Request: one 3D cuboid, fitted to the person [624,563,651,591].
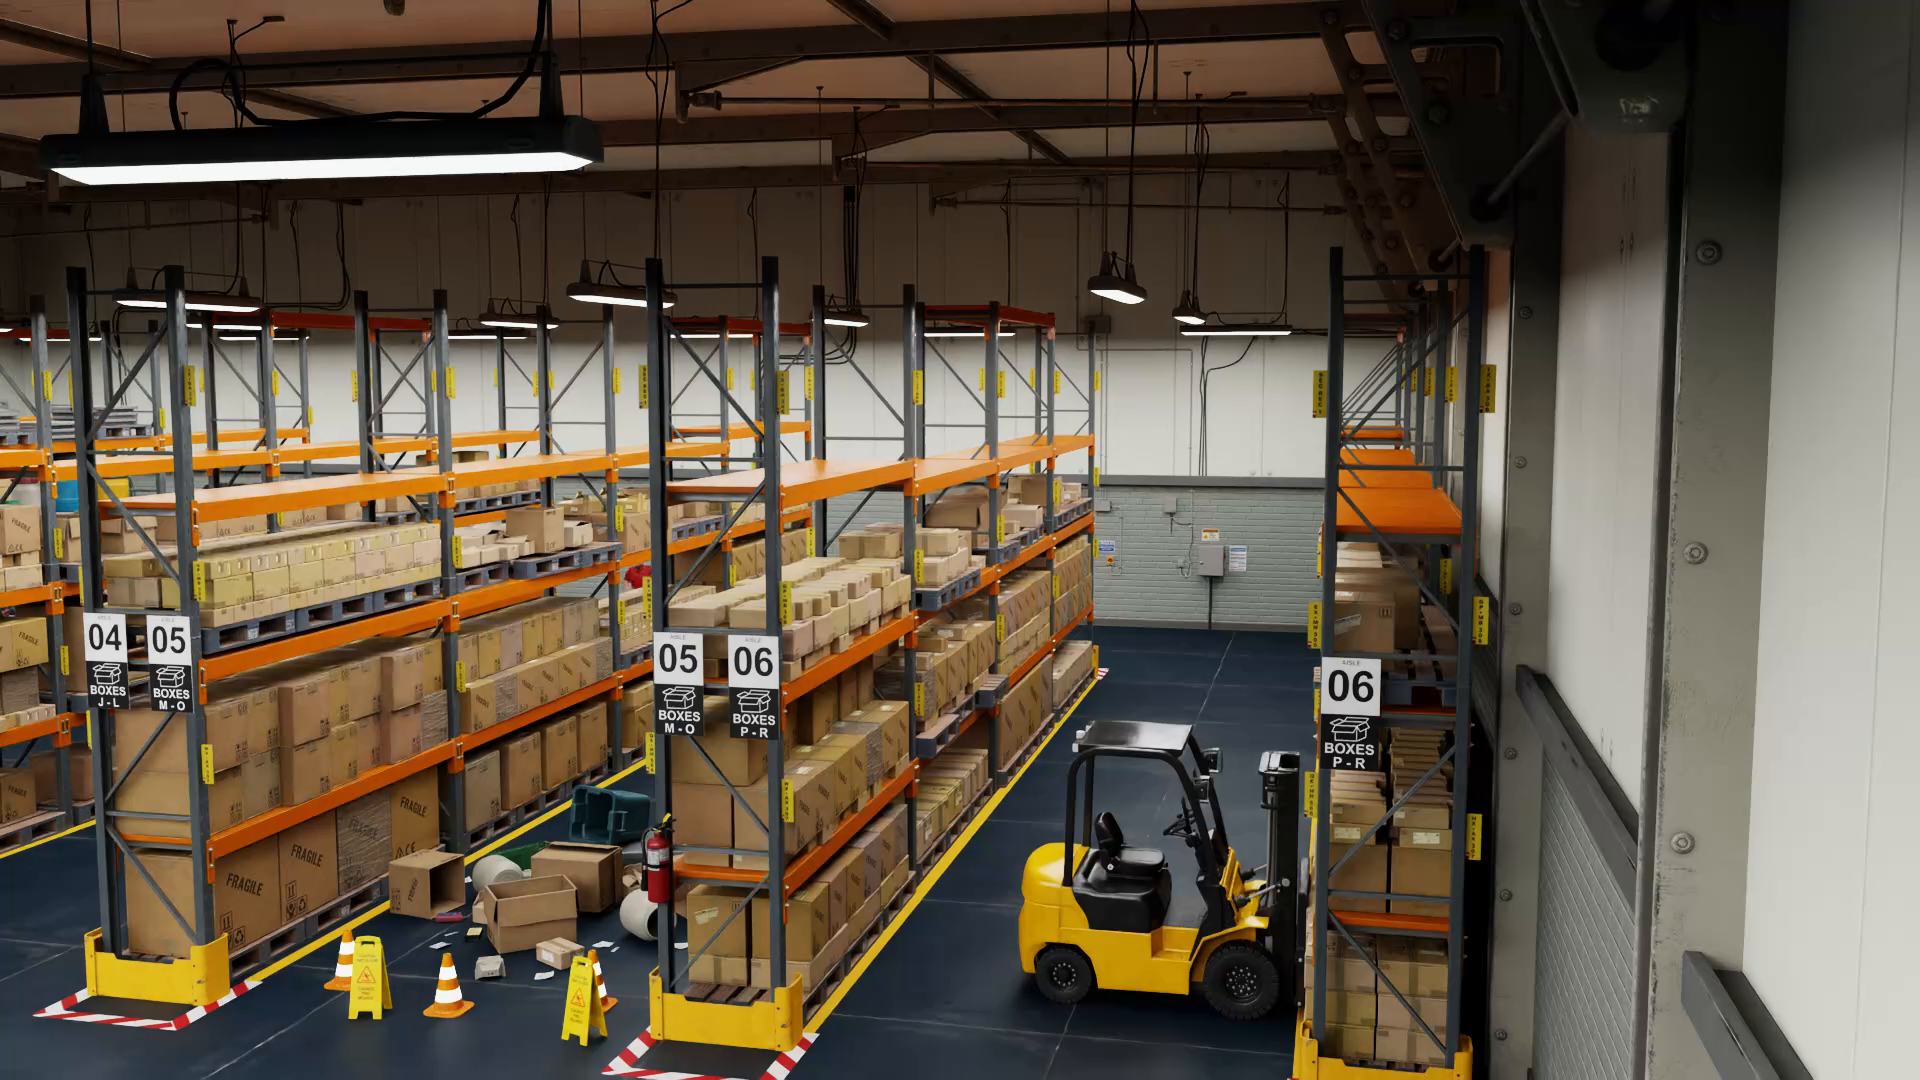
[{"bbox_3d":[-6.176,1.081,32.400,0.642,1.636,0.735,2,6,21],"label":"person"}]
